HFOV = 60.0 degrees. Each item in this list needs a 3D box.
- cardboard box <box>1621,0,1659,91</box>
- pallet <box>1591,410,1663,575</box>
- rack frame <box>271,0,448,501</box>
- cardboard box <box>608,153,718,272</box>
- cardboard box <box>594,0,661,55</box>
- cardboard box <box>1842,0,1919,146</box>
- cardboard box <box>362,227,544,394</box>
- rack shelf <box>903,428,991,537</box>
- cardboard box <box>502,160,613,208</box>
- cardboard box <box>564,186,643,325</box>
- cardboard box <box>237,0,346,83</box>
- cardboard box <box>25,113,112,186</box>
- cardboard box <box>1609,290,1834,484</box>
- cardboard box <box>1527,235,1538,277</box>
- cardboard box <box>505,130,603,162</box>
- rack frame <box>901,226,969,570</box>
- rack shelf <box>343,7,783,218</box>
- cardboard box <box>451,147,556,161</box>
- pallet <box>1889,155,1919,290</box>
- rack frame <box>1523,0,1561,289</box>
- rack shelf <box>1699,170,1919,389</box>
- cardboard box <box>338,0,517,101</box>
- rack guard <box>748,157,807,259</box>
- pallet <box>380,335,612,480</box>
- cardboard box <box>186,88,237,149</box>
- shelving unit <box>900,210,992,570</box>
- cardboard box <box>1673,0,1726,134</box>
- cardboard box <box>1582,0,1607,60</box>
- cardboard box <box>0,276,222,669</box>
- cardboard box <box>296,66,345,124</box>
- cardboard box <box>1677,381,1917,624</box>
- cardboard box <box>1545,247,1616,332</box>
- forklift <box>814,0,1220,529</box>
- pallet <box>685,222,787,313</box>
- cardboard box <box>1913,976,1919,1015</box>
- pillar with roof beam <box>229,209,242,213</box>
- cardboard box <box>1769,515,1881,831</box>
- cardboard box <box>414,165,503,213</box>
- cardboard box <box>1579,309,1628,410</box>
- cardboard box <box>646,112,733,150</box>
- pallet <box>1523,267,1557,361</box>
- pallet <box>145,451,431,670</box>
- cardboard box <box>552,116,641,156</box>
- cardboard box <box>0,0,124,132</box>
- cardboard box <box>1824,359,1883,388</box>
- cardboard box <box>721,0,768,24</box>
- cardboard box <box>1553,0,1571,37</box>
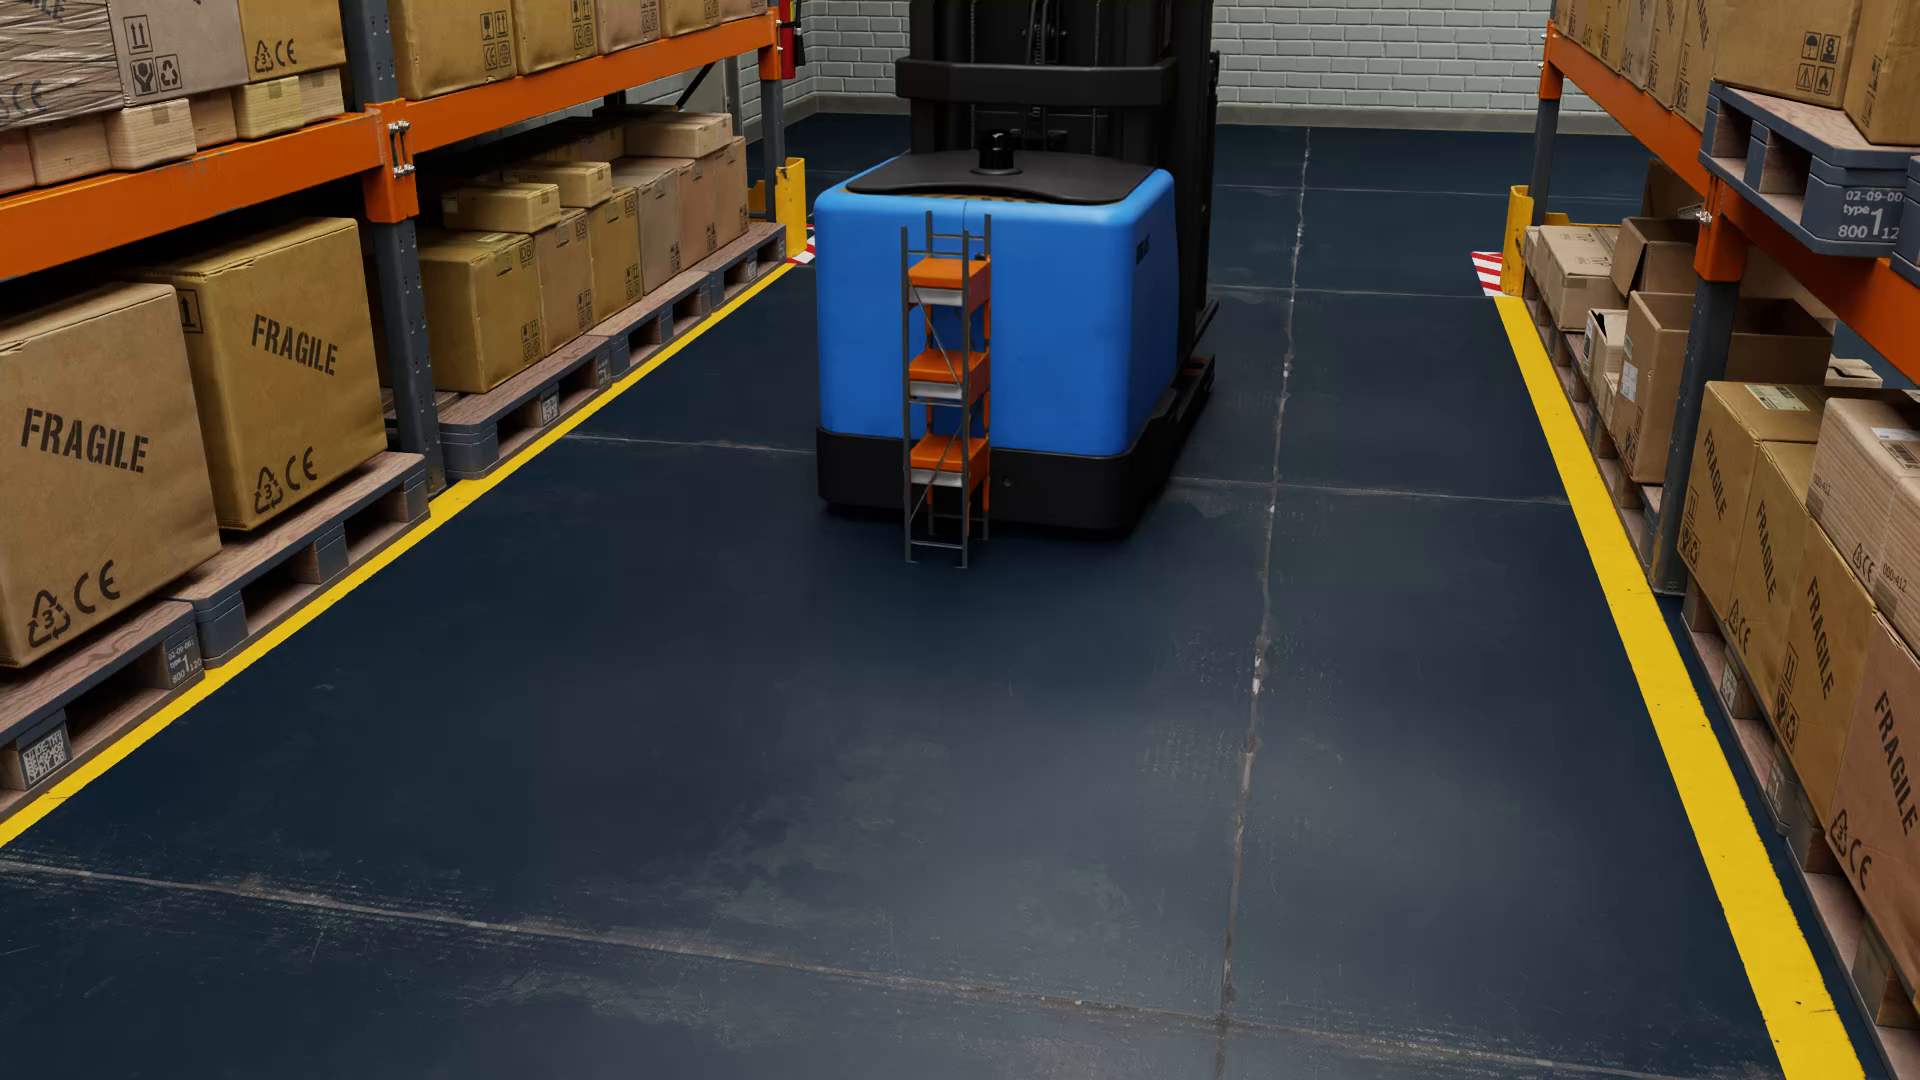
[{"bbox_3d":[2.620,-1.834,5.757,0.500,0.500,0.500,5,22,12],"label":"cardboard box"},{"bbox_3d":[2.703,-0.166,5.483,1.003,0.211,1.213,4,22,11],"label":"pallet"},{"bbox_3d":[-2.288,-1.584,5.273,1.000,3.000,0.127,4,22,11],"label":"rack frame"},{"bbox_3d":[-1.619,-1.636,8.184,0.700,0.500,0.500,4,22,11],"label":"cardboard box"},{"bbox_3d":[-1.868,-2.454,7.030,0.980,0.700,0.700,3,22,8],"label":"cardboard box"},{"bbox_3d":[2.168,-1.037,3.217,0.700,0.500,0.500,8,23,19],"label":"cardboard box"},{"bbox_3d":[-2.035,-0.885,6.321,0.700,0.500,0.500,5,22,12],"label":"cardboard box"},{"bbox_3d":[-0.039,-0.182,5.173,0.215,0.259,0.240,6,23,15],"label":"rack shelf"},{"bbox_3d":[-1.680,-1.489,6.950,0.380,0.149,0.250,4,22,9],"label":"cardboard box"},{"bbox_3d":[-1.822,-1.256,7.242,0.700,0.500,0.500,5,22,12],"label":"cardboard box"},{"bbox_3d":[-2.135,-1.590,4.728,0.500,0.500,0.500,4,22,10],"label":"cardboard box"},{"bbox_3d":[-2.316,-0.961,4.034,0.380,0.149,0.250,4,22,11],"label":"cardboard box"},{"bbox_3d":[2.401,-0.483,5.294,0.500,0.500,0.500,4,22,11],"label":"cardboard box"},{"bbox_3d":[2.906,-1.343,7.875,0.380,0.166,0.250,4,22,11],"label":"cardboard box"},{"bbox_3d":[-1.892,-1.811,7.750,0.380,0.149,0.250,5,22,12],"label":"cardboard box"},{"bbox_3d":[-0.072,-0.406,4.956,0.200,1.050,0.008,6,23,15],"label":"rack frame"},{"bbox_3d":[-1.880,-1.982,7.223,1.077,0.370,4.000,4,22,11],"label":"rack shelf"},{"bbox_3d":[-1.996,-1.624,7.288,0.380,0.149,0.250,4,22,10],"label":"cardboard box"},{"bbox_3d":[2.138,-0.368,2.509,1.003,0.211,1.213,4,22,11],"label":"pallet"},{"bbox_3d":[3.378,-2.671,7.971,1.000,3.000,0.127,4,22,11],"label":"rack frame"},{"bbox_3d":[2.154,-0.143,2.657,1.077,0.370,4.000,4,22,11],"label":"rack shelf"},{"bbox_3d":[-2.161,-1.921,5.706,0.980,0.700,0.700,5,22,12],"label":"cardboard box"},{"bbox_3d":[-1.467,-1.897,9.394,1.175,0.500,0.348,4,22,11],"label":"rack guard"},{"bbox_3d":[-2.056,-0.563,6.469,1.003,0.211,1.213,4,22,11],"label":"pallet"},{"bbox_3d":[-2.205,-1.147,4.495,0.380,0.149,0.250,5,23,13],"label":"cardboard box"},{"bbox_3d":[-0.039,-0.450,5.065,0.215,1.050,0.252,6,23,15],"label":"shelving unit"},{"bbox_3d":[2.413,-1.457,4.822,0.500,0.500,0.500,5,22,12],"label":"cardboard box"},{"bbox_3d":[2.825,-2.203,6.674,0.500,0.500,0.500,4,22,11],"label":"cardboard box"},{"bbox_3d":[-2.472,-0.209,4.173,0.750,0.750,0.750,5,23,13],"label":"cardboard box"},{"bbox_3d":[-2.080,-1.332,4.955,0.380,0.149,0.250,5,22,11],"label":"cardboard box"},{"bbox_3d":[2.225,-0.094,4.330,0.500,0.500,0.500,3,22,8],"label":"cardboard box"},{"bbox_3d":[2.786,-1.057,7.054,0.500,0.250,0.500,4,22,11],"label":"cardboard box"},{"bbox_3d":[0.422,-1.913,6.181,1.130,2.935,3.031,6,23,15],"label":"forklift"},{"bbox_3d":[-1.558,-1.455,8.685,1.003,0.211,1.213,4,22,11],"label":"pallet"},{"bbox_3d":[1.813,0.661,2.454,0.500,0.500,0.500,4,22,9],"label":"cardboard box"},{"bbox_3d":[1.223,-4.361,4.136,9.100,9.000,0.400,4,22,11],"label":"pillar with roof beam"},{"bbox_3d":[2.018,0.284,3.391,0.500,0.500,0.500,5,22,12],"label":"cardboard box"},{"bbox_3d":[-2.100,-1.438,6.824,0.380,0.149,0.250,4,22,9],"label":"cardboard box"},{"bbox_3d":[2.554,-0.669,6.011,0.500,0.311,0.500,4,22,11],"label":"cardboard box"},{"bbox_3d":[-1.364,-2.059,8.366,0.380,0.149,0.250,4,22,10],"label":"cardboard box"},{"bbox_3d":[3.201,-1.058,7.698,1.003,0.211,1.213,4,22,11],"label":"pallet"},{"bbox_3d":[-2.372,-0.003,5.078,1.003,0.211,1.213,4,22,11],"label":"pallet"},{"bbox_3d":[-1.789,-1.996,8.209,0.380,0.149,0.250,5,22,11],"label":"cardboard box"},{"bbox_3d":[-2.341,-1.220,3.808,0.500,0.500,0.500,4,22,11],"label":"cardboard box"},{"bbox_3d":[3.026,-0.552,5.913,0.380,0.166,0.250,4,22,11],"label":"cardboard box"},{"bbox_3d":[-1.566,-2.999,8.384,0.980,0.700,0.700,5,23,13],"label":"cardboard box"},{"bbox_3d":[3.030,-2.575,7.599,0.500,0.500,0.500,5,22,12],"label":"cardboard box"}]
